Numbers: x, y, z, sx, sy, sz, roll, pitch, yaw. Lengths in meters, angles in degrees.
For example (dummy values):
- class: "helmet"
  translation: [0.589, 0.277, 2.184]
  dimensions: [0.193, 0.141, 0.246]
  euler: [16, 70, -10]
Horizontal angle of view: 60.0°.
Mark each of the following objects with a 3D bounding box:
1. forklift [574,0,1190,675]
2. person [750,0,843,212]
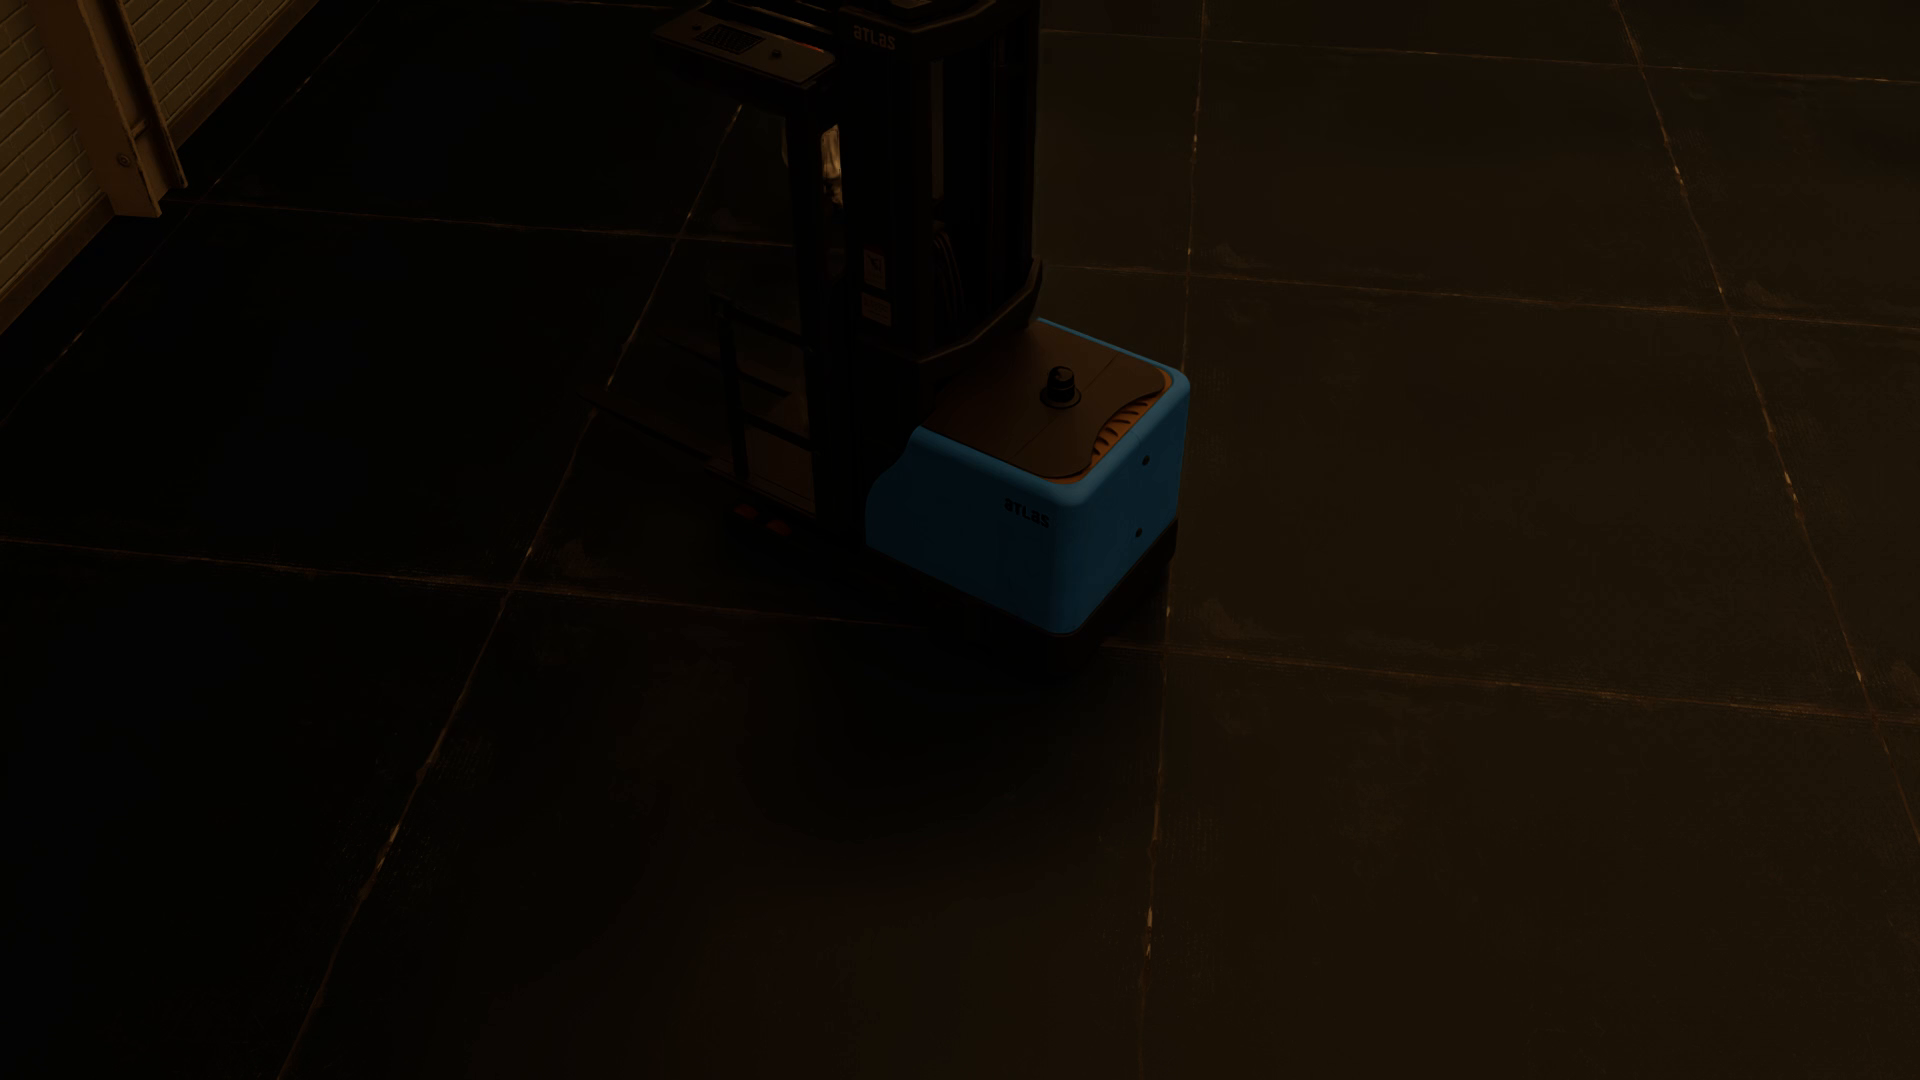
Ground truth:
- class: "forklift"
  translation: [-0.509, -1.284, 7.122]
  dimensions: [3.031, 2.935, 1.130]
  euler: [25, 48, 24]
- class: "person"
  translation: [-0.880, -2.755, 9.558]
  dimensions: [0.566, 1.787, 0.638]
  euler: [-29, 50, -28]
